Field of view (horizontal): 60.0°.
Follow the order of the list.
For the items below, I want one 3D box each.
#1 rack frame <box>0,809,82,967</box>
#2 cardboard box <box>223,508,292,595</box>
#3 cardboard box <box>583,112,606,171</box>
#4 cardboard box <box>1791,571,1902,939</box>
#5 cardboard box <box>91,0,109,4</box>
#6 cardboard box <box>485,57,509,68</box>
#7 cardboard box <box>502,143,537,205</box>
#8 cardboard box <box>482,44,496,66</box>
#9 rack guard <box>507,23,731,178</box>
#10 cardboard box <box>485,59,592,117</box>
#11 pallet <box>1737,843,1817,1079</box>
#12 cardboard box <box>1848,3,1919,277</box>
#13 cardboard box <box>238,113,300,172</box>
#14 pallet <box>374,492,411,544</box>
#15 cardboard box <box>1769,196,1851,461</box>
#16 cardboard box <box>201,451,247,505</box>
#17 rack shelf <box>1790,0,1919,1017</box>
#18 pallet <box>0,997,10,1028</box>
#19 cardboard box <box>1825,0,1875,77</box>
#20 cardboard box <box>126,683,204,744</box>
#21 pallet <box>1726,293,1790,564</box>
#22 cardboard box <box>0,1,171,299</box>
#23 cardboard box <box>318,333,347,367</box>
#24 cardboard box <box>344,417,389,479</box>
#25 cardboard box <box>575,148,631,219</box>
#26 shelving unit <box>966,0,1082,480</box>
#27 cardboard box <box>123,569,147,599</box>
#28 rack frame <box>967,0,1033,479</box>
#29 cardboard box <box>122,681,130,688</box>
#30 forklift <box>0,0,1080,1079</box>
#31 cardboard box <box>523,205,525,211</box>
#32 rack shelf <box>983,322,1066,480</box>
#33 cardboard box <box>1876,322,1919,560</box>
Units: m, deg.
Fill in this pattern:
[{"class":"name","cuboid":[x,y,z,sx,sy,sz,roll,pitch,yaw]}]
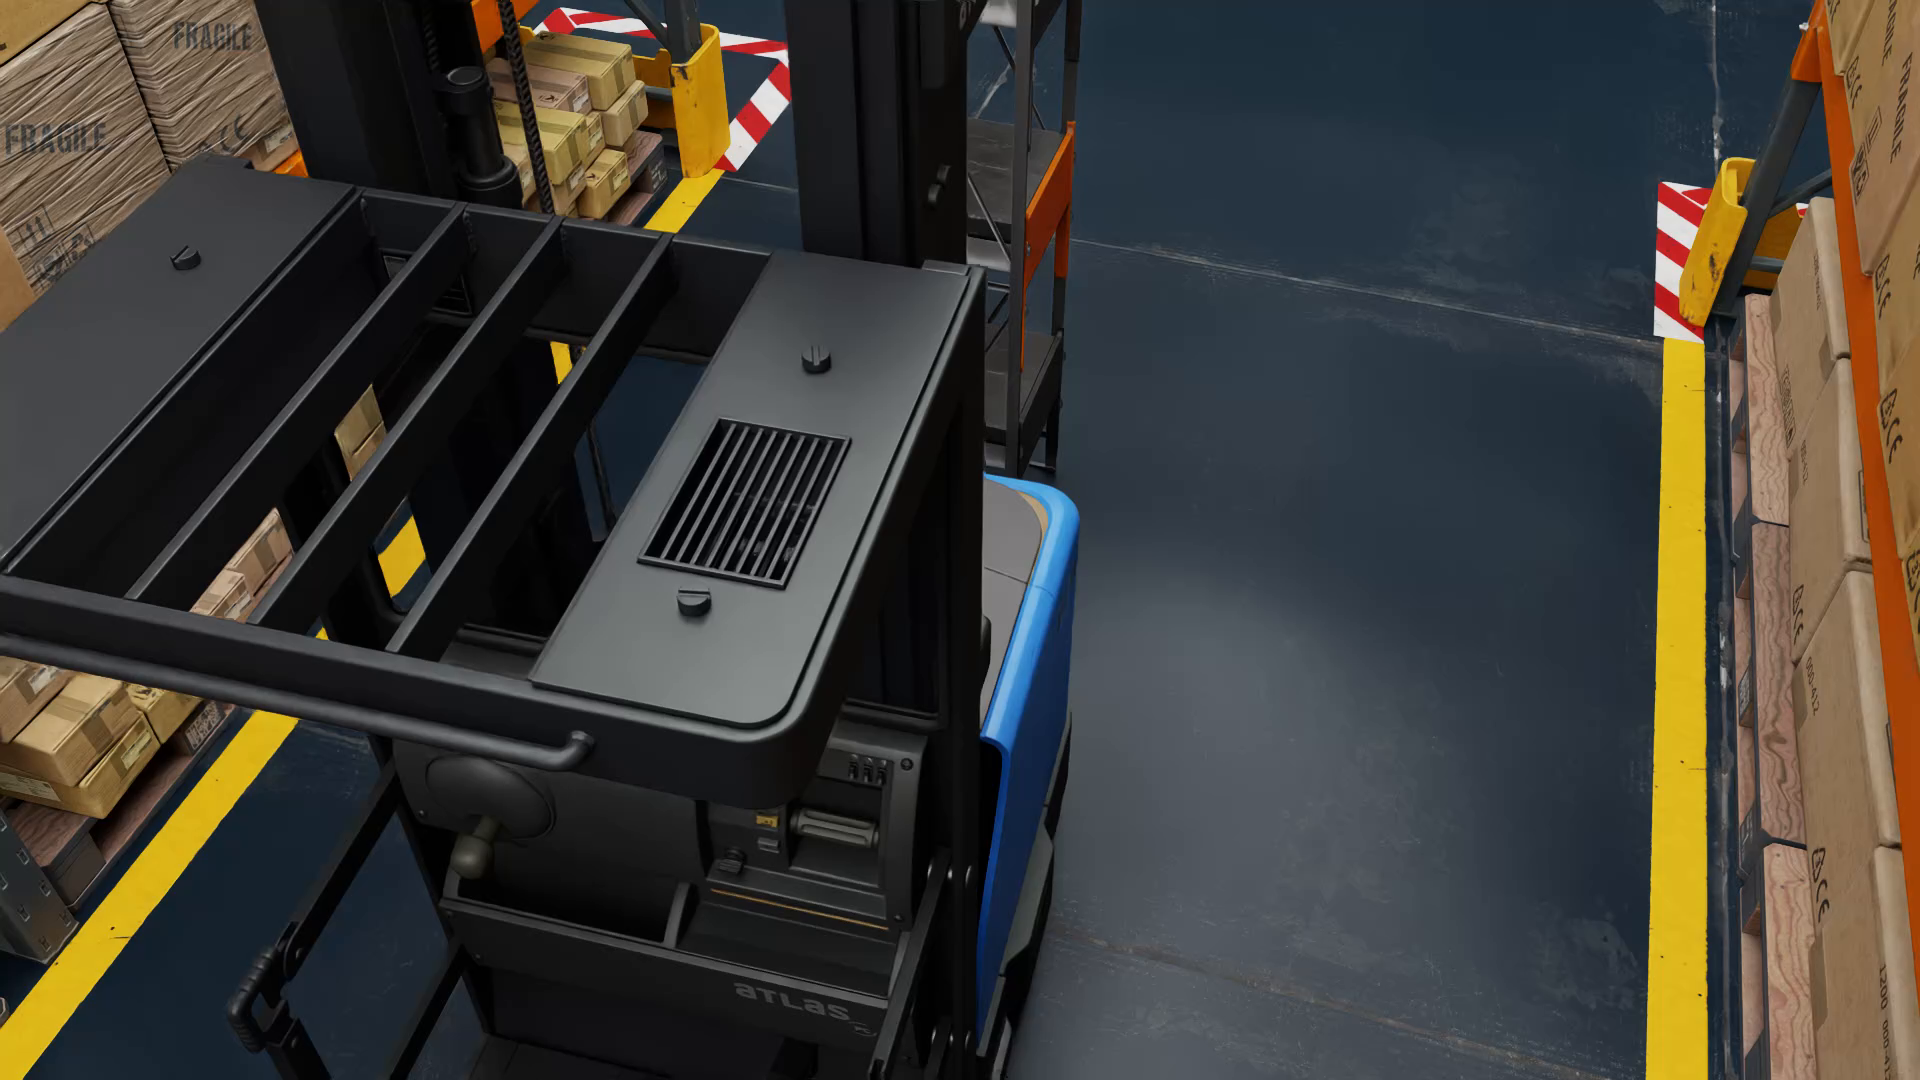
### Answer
[{"class":"rack frame","cuboid":[-2.737,-0.152,3.261,1.000,3.000,0.127,13,46,13]},{"class":"cardboard box","cuboid":[-2.185,0.008,4.835,0.380,0.149,0.250,12,46,12]},{"class":"cardboard box","cuboid":[-1.544,-1.481,6.144,0.380,0.149,0.250,12,46,12]},{"class":"cardboard box","cuboid":[2.574,0.602,4.022,0.875,0.438,0.875,11,45,11]},{"class":"cardboard box","cuboid":[-2.044,-1.579,3.719,0.500,0.500,0.500,13,46,13]},{"class":"cardboard box","cuboid":[-1.929,-1.761,6.430,0.380,0.149,0.250,14,46,14]},{"class":"cardboard box","cuboid":[-1.672,-1.241,5.687,0.380,0.149,0.250,11,45,11]},{"class":"cardboard box","cuboid":[-2.008,-1.885,6.344,0.380,0.149,0.250,11,45,11]},{"class":"rack guard","cuboid":[-1.549,-1.874,6.808,1.175,0.500,0.348,13,46,13]},{"class":"cardboard box","cuboid":[-1.575,-1.600,6.053,0.380,0.149,0.250,13,46,13]},{"class":"pallet","cuboid":[2.316,1.336,3.734,1.003,0.211,1.213,13,46,13]},{"class":"cardboard box","cuboid":[2.506,-0.935,3.990,0.500,0.500,0.500,12,46,12]},{"class":"cardboard box","cuboid":[-1.987,-1.070,4.378,0.380,0.149,0.250,14,46,14]},{"class":"pallet","cuboid":[-2.200,-0.426,5.535,1.003,0.211,1.213,13,46,13]},{"class":"cardboard box","cuboid":[3.118,-0.610,5.261,0.875,0.438,0.875,11,45,11]},{"class":"cardboard box","cuboid":[-2.209,-0.210,4.633,0.380,0.149,0.250,11,46,11]},{"class":"rack shelf","cuboid":[2.617,-0.247,3.872,1.077,0.370,4.000,13,46,13]},{"class":"pallet","cuboid":[-2.971,1.364,3.705,1.003,0.211,1.213,13,46,13]},{"class":"cardboard box","cuboid":[2.803,-1.614,4.683,0.500,0.500,0.500,12,46,12]},{"class":"cardboard box","cuboid":[-2.240,0.365,4.470,0.380,0.149,0.250,14,46,14]},{"class":"pallet","cuboid":[3.055,-0.291,5.396,1.003,0.211,1.213,13,46,13]},{"class":"cardboard box","cuboid":[-2.204,-0.902,3.743,0.500,0.500,0.500,13,46,12]},{"class":"cardboard box","cuboid":[-2.050,-0.562,4.992,0.380,0.149,0.250,11,45,11]},{"class":"cardboard box","cuboid":[-1.966,-0.331,5.182,0.380,0.149,0.250,11,46,11]},{"class":"cardboard box","cuboid":[-1.468,-1.361,6.235,0.380,0.149,0.250,14,46,14]},{"class":"shelving unit","cuboid":[0.050,-0.861,4.628,0.431,2.100,0.503,13,46,13]},{"class":"cardboard box","cuboid":[-2.295,0.148,4.267,0.380,0.149,0.250,15,46,14]},{"class":"rack frame","cuboid":[-0.024,-0.698,4.462,0.400,2.100,0.015,13,46,13]},{"class":"cardboard box","cuboid":[-2.331,0.249,4.376,0.380,0.149,0.250,13,46,13]},{"class":"forklift","cuboid":[-0.568,0.516,2.627,1.130,2.935,3.031,10,45,10]},{"class":"cardboard box","cuboid":[-1.749,-1.139,5.795,0.380,0.149,0.250,12,46,12]},{"class":"rack shelf","cuboid":[0.050,-0.351,5.127,0.431,0.518,0.480,13,46,13]},{"class":"cardboard box","cuboid":[2.197,-0.252,3.292,0.500,0.500,0.500,12,46,12]}]
